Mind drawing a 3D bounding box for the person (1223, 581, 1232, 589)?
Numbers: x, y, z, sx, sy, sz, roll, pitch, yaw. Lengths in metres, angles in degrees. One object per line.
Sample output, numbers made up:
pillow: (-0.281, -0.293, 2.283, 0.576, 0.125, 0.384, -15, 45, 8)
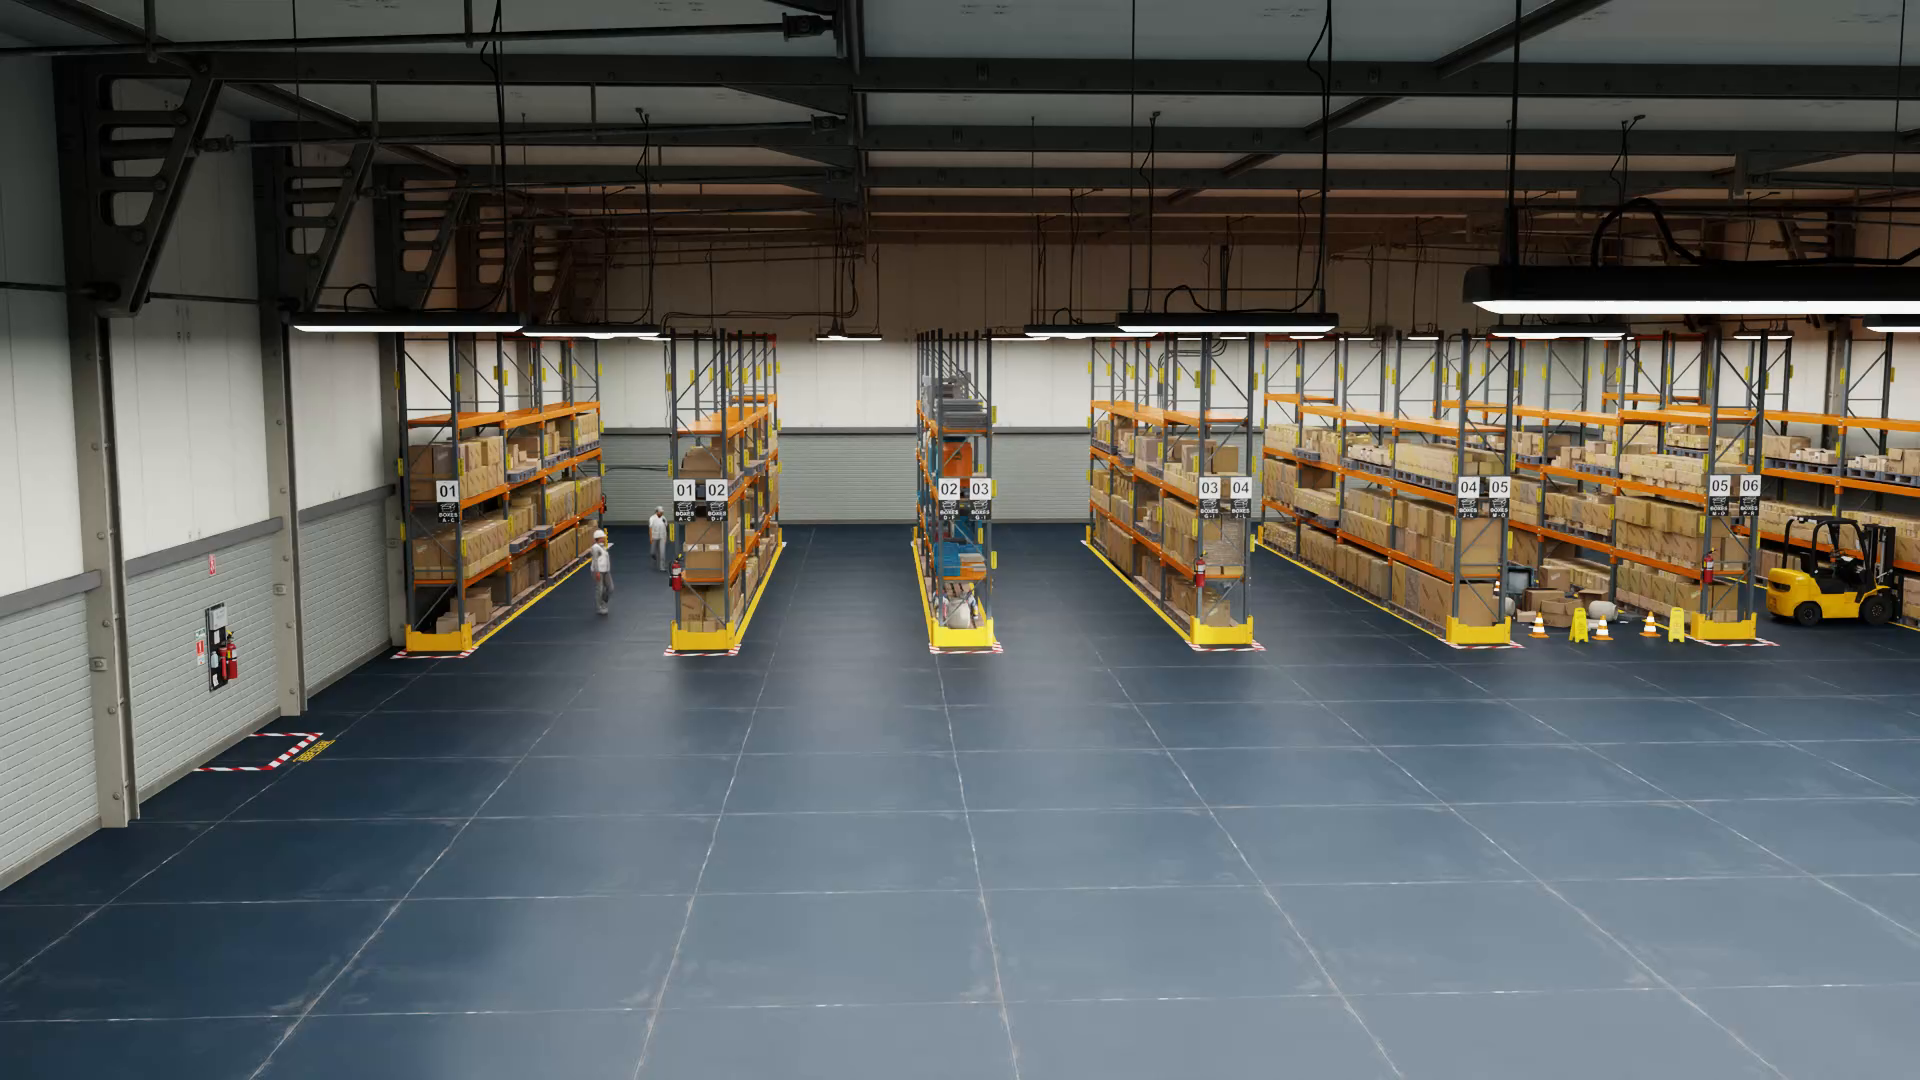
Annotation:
person: (6.334, 0.340, 39.049, 0.436, 1.712, 0.604, 1, 7, 7)

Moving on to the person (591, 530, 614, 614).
person: (-7.660, 0.679, 35.475, 0.428, 1.784, 0.579, 3, 7, 23)

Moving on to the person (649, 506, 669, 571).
person: (-7.597, -0.049, 42.036, 0.486, 1.628, 0.665, -1, 7, -4)
